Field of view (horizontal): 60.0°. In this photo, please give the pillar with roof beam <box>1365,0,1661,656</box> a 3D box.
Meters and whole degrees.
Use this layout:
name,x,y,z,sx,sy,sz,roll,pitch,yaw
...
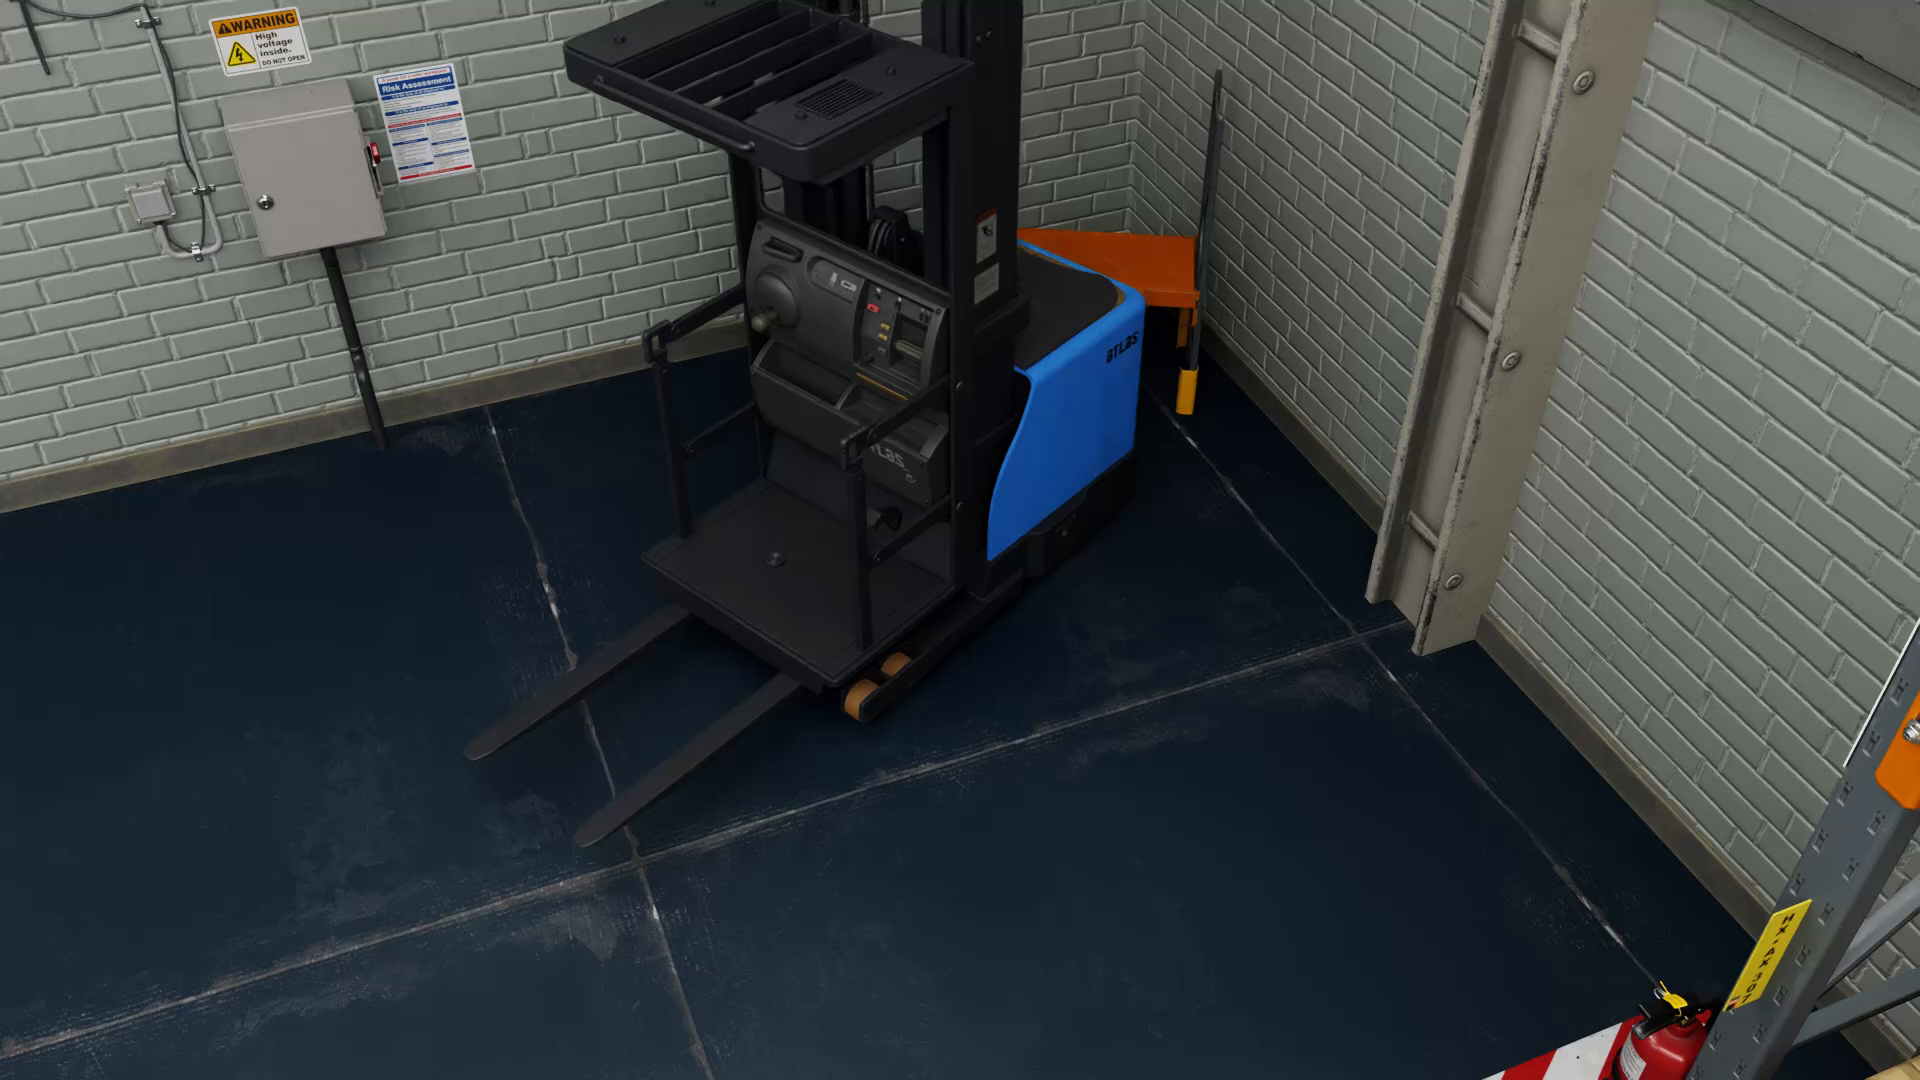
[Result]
name,x,y,z,sx,sy,sz,roll,pitch,yaw
pillar with roof beam,-2.064,-2.025,2.703,9.100,9.000,0.400,-15,43,-17

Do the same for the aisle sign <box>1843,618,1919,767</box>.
name,x,y,z,sx,sy,sz,roll,pitch,yaw
aisle sign,1.815,0.071,2.873,0.394,0.787,0.004,-15,43,-17

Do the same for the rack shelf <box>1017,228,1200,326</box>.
name,x,y,z,sx,sy,sz,roll,pitch,yaw
rack shelf,0.618,-1.256,7.836,1.000,0.185,0.538,4,41,5

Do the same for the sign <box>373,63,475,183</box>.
name,x,y,z,sx,sy,sz,roll,pitch,yaw
sign,-2.278,-1.774,7.085,0.329,0.494,0.001,-15,43,-17

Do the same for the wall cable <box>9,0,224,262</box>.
name,x,y,z,sx,sy,sz,roll,pitch,yaw
wall cable,-3.346,-1.872,6.347,0.588,1.984,0.122,-15,43,-17

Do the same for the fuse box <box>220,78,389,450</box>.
name,x,y,z,sx,sy,sz,roll,pitch,yaw
fuse box,-2.655,-1.073,7.186,0.539,1.711,0.414,-15,43,-17

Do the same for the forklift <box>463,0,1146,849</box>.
name,x,y,z,sx,sy,sz,roll,pitch,yaw
forklift,-0.562,-0.780,5.909,1.130,2.935,3.031,29,49,29

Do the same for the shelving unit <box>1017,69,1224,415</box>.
name,x,y,z,sx,sy,sz,roll,pitch,yaw
shelving unit,0.609,-1.393,7.719,1.083,1.500,0.587,4,41,5

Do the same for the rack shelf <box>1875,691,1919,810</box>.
name,x,y,z,sx,sy,sz,roll,pitch,yaw
rack shelf,2.877,1.365,1.613,1.077,0.370,4.000,-15,43,-17

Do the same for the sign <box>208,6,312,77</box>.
name,x,y,z,sx,sy,sz,roll,pitch,yaw
sign,-2.785,-1.986,6.625,0.339,0.242,0.001,-15,43,-17

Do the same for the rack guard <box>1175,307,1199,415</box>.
name,x,y,z,sx,sy,sz,roll,pitch,yaw
rack guard,1.104,-0.885,8.087,0.087,0.250,0.587,4,41,5

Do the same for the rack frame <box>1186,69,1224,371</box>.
name,x,y,z,sx,sy,sz,roll,pitch,yaw
rack frame,1.123,-1.358,7.678,0.032,1.500,0.500,4,41,5

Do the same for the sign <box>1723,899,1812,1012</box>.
name,x,y,z,sx,sy,sz,roll,pitch,yaw
sign,1.611,0.832,3.318,0.100,0.325,0.005,-15,43,-17

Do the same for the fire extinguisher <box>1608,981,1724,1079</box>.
name,x,y,z,sx,sy,sz,roll,pitch,yaw
fire extinguisher,1.629,1.222,3.873,0.296,0.674,0.183,-15,43,-17
